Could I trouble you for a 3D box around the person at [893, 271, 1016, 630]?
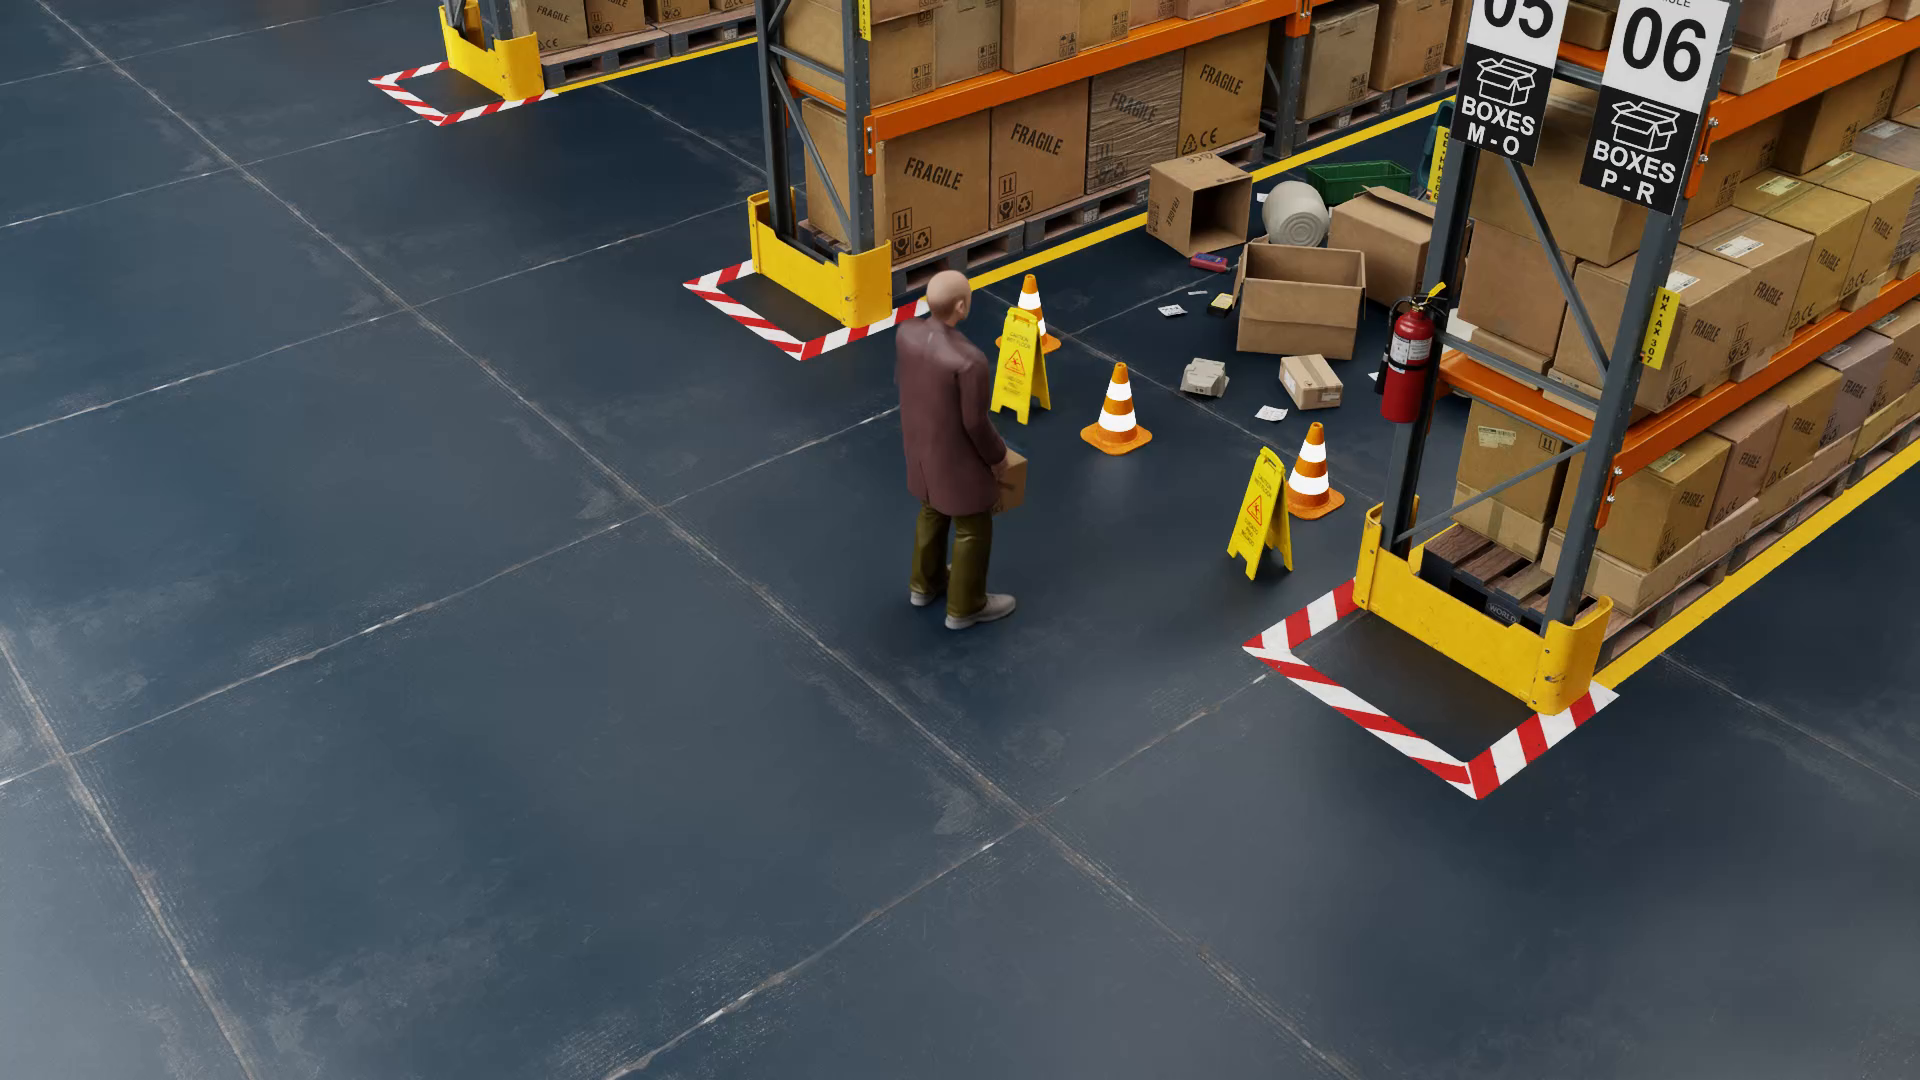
[{"bbox_3d":[-0.045,-0.420,7.679,0.424,1.779,0.587,-27,44,-33],"label":"person"}]
